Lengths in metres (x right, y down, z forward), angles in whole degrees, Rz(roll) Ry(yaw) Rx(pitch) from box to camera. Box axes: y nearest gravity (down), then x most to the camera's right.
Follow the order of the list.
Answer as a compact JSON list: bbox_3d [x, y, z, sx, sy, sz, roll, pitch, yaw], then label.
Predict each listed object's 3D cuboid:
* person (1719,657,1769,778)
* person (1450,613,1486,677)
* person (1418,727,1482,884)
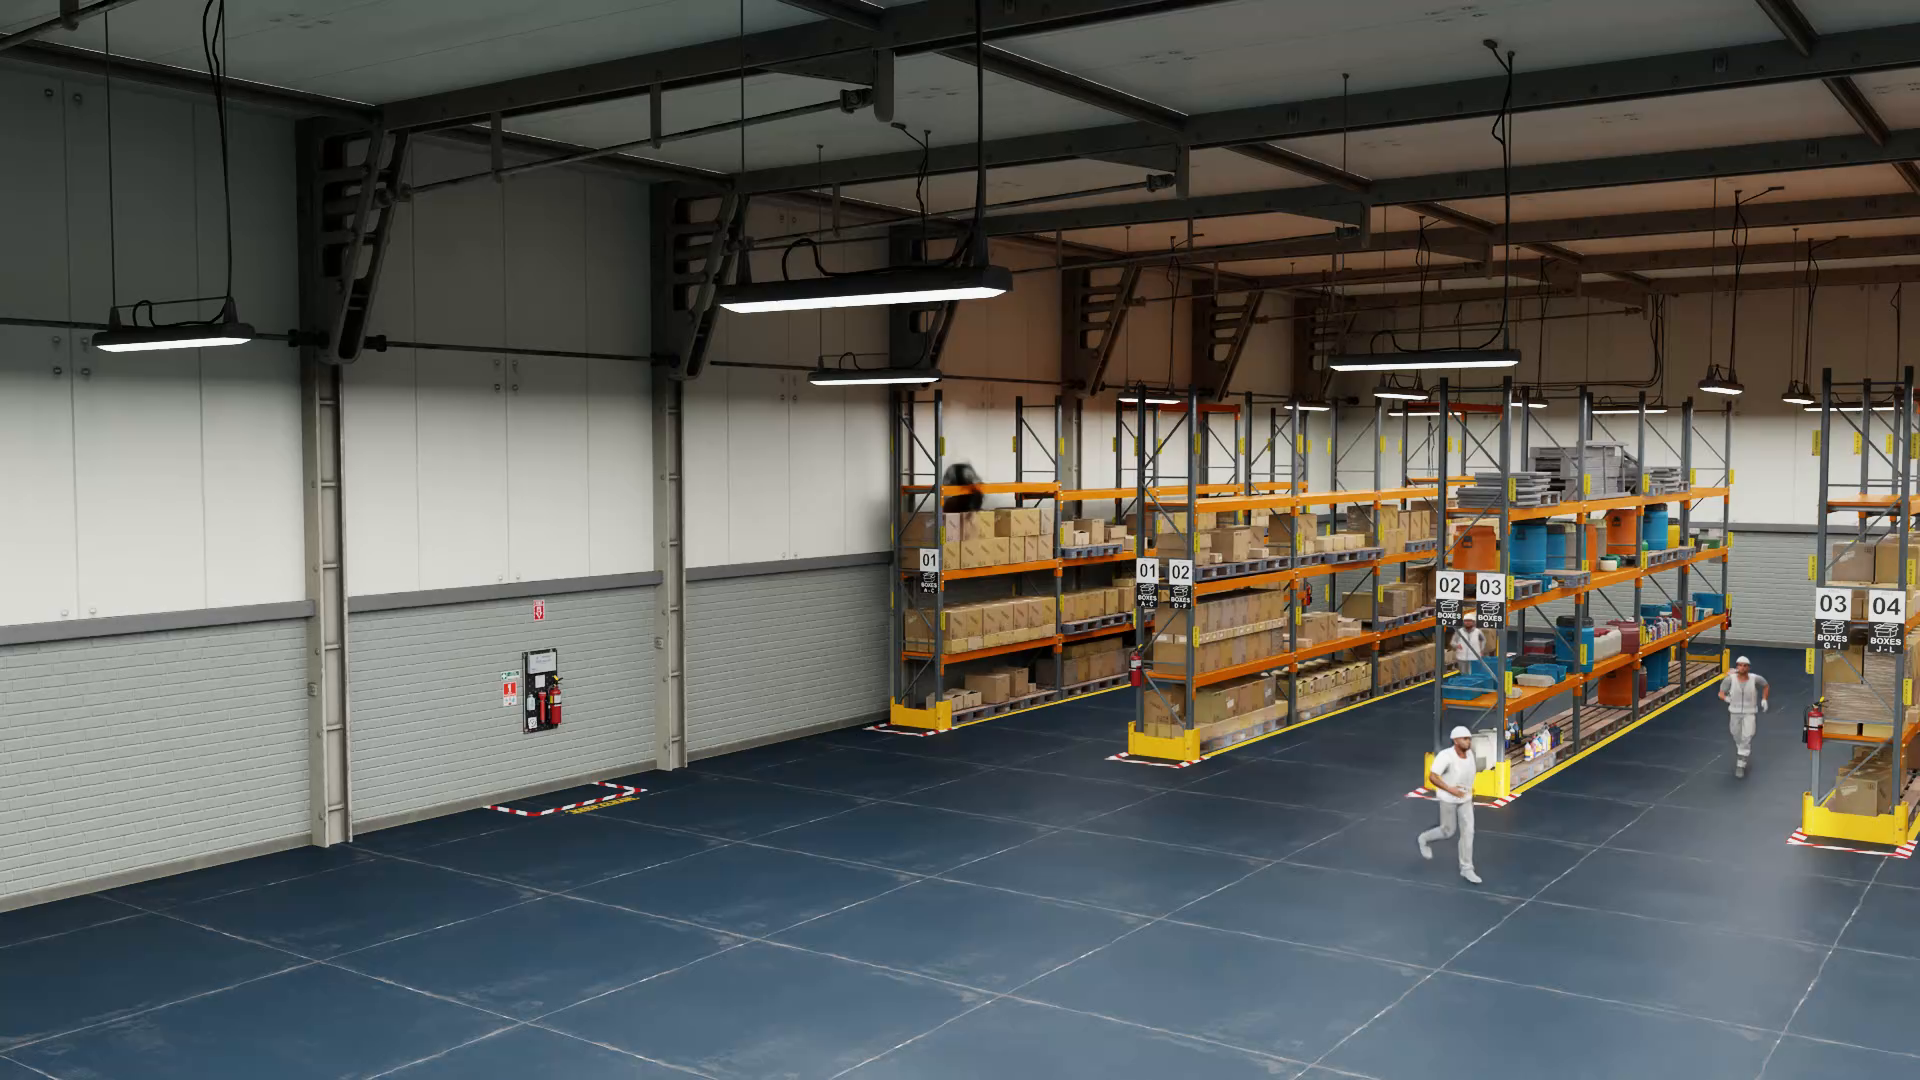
[{"bbox_3d":[12.004,2.689,25.488,0.692,1.830,0.952,2,4,29],"label":"person"},{"bbox_3d":[9.772,2.317,32.024,0.640,1.819,0.791,1,4,25],"label":"person"},{"bbox_3d":[5.753,3.037,19.418,0.725,1.752,0.992,-2,4,-29],"label":"person"}]
